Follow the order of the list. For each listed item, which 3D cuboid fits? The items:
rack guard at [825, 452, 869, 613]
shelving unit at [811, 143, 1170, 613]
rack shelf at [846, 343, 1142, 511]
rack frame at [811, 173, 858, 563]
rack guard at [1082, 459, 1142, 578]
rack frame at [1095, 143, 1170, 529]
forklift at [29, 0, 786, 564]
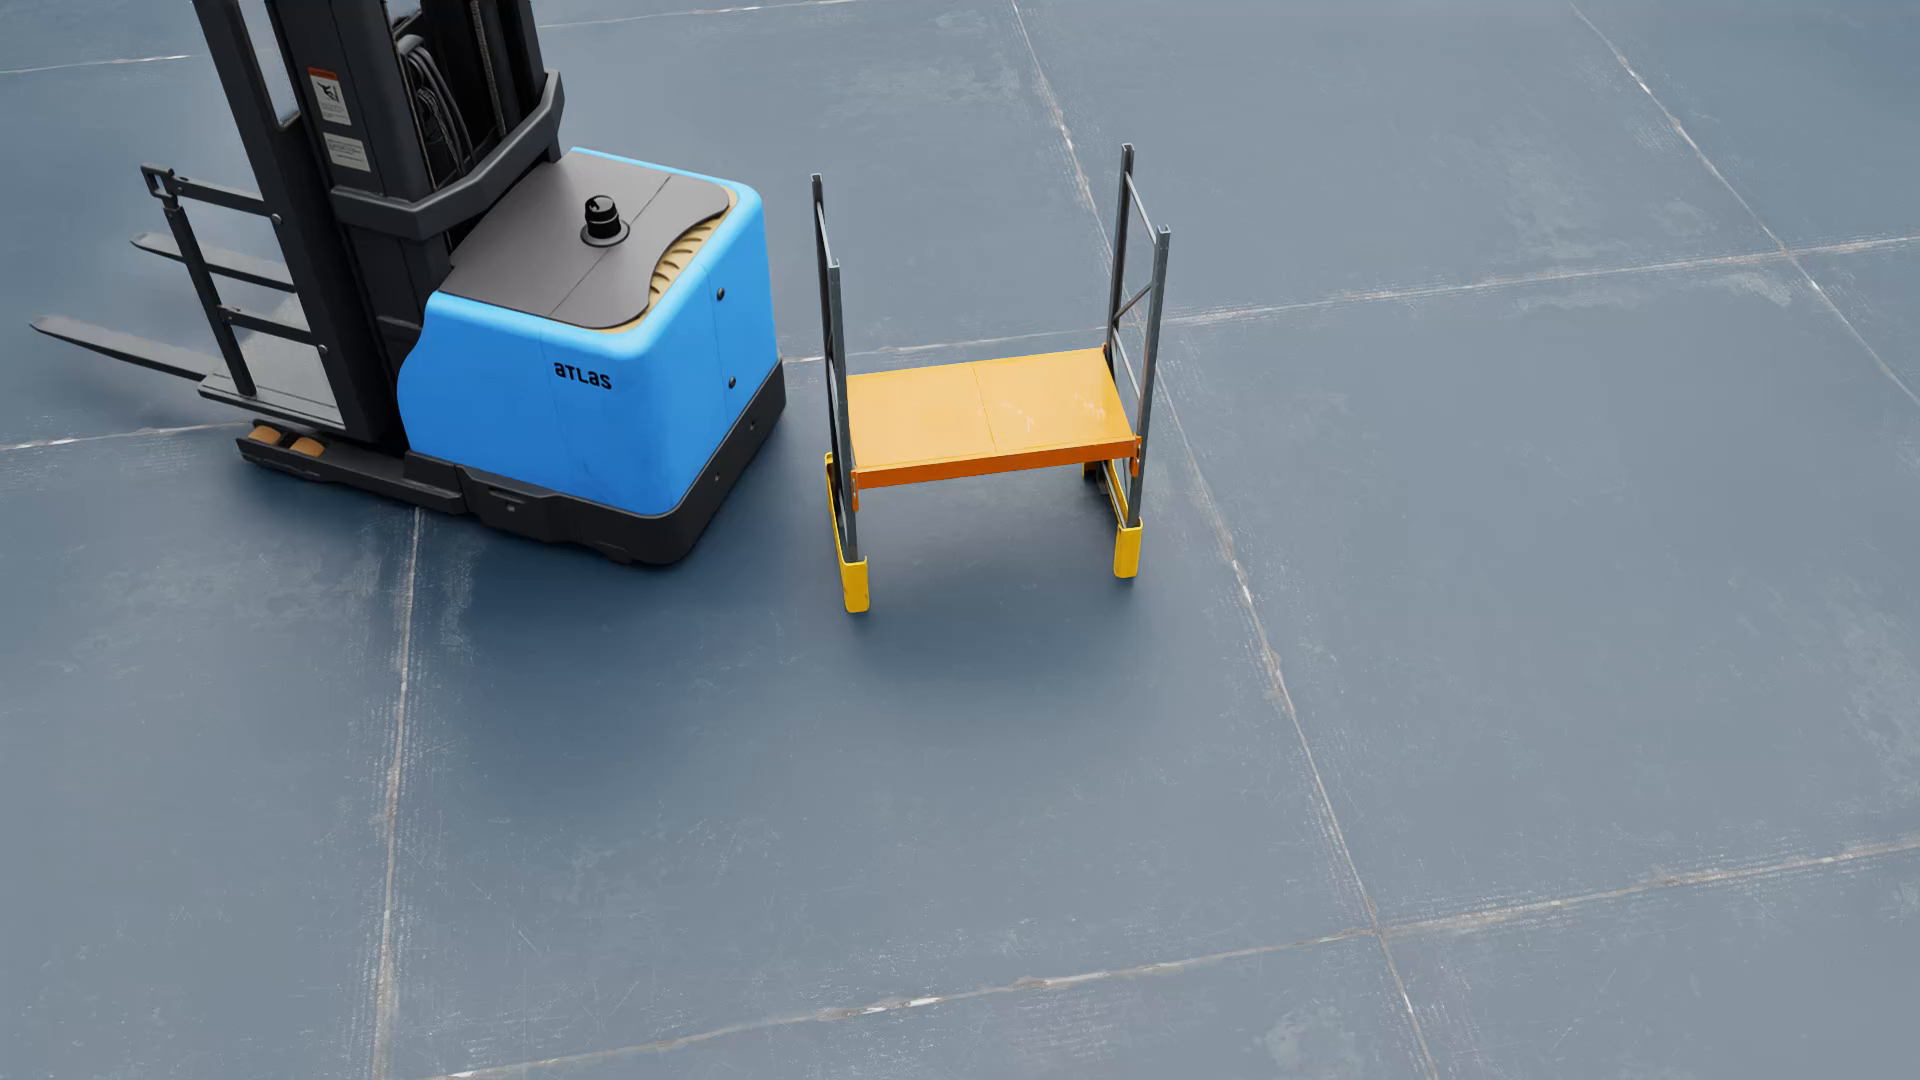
[{"bbox_3d":[-0.416,-0.035,6.110,0.087,0.250,0.587,-7,46,-7],"label":"rack guard"},{"bbox_3d":[0.075,-0.530,5.719,1.083,1.500,0.587,-7,46,-7],"label":"shelving unit"},{"bbox_3d":[0.084,-0.406,5.850,1.000,0.185,0.538,-7,46,-7],"label":"rack shelf"},{"bbox_3d":[-0.417,-0.468,5.660,0.032,1.500,0.500,-7,46,-7],"label":"rack frame"},{"bbox_3d":[0.566,-0.157,6.228,0.087,0.250,0.587,-7,46,-7],"label":"rack guard"},{"bbox_3d":[0.585,-0.593,5.780,0.032,1.500,0.500,-7,46,-7],"label":"rack frame"},{"bbox_3d":[-2.270,-1.591,5.747,3.031,2.935,1.130,15,48,14],"label":"forklift"}]
